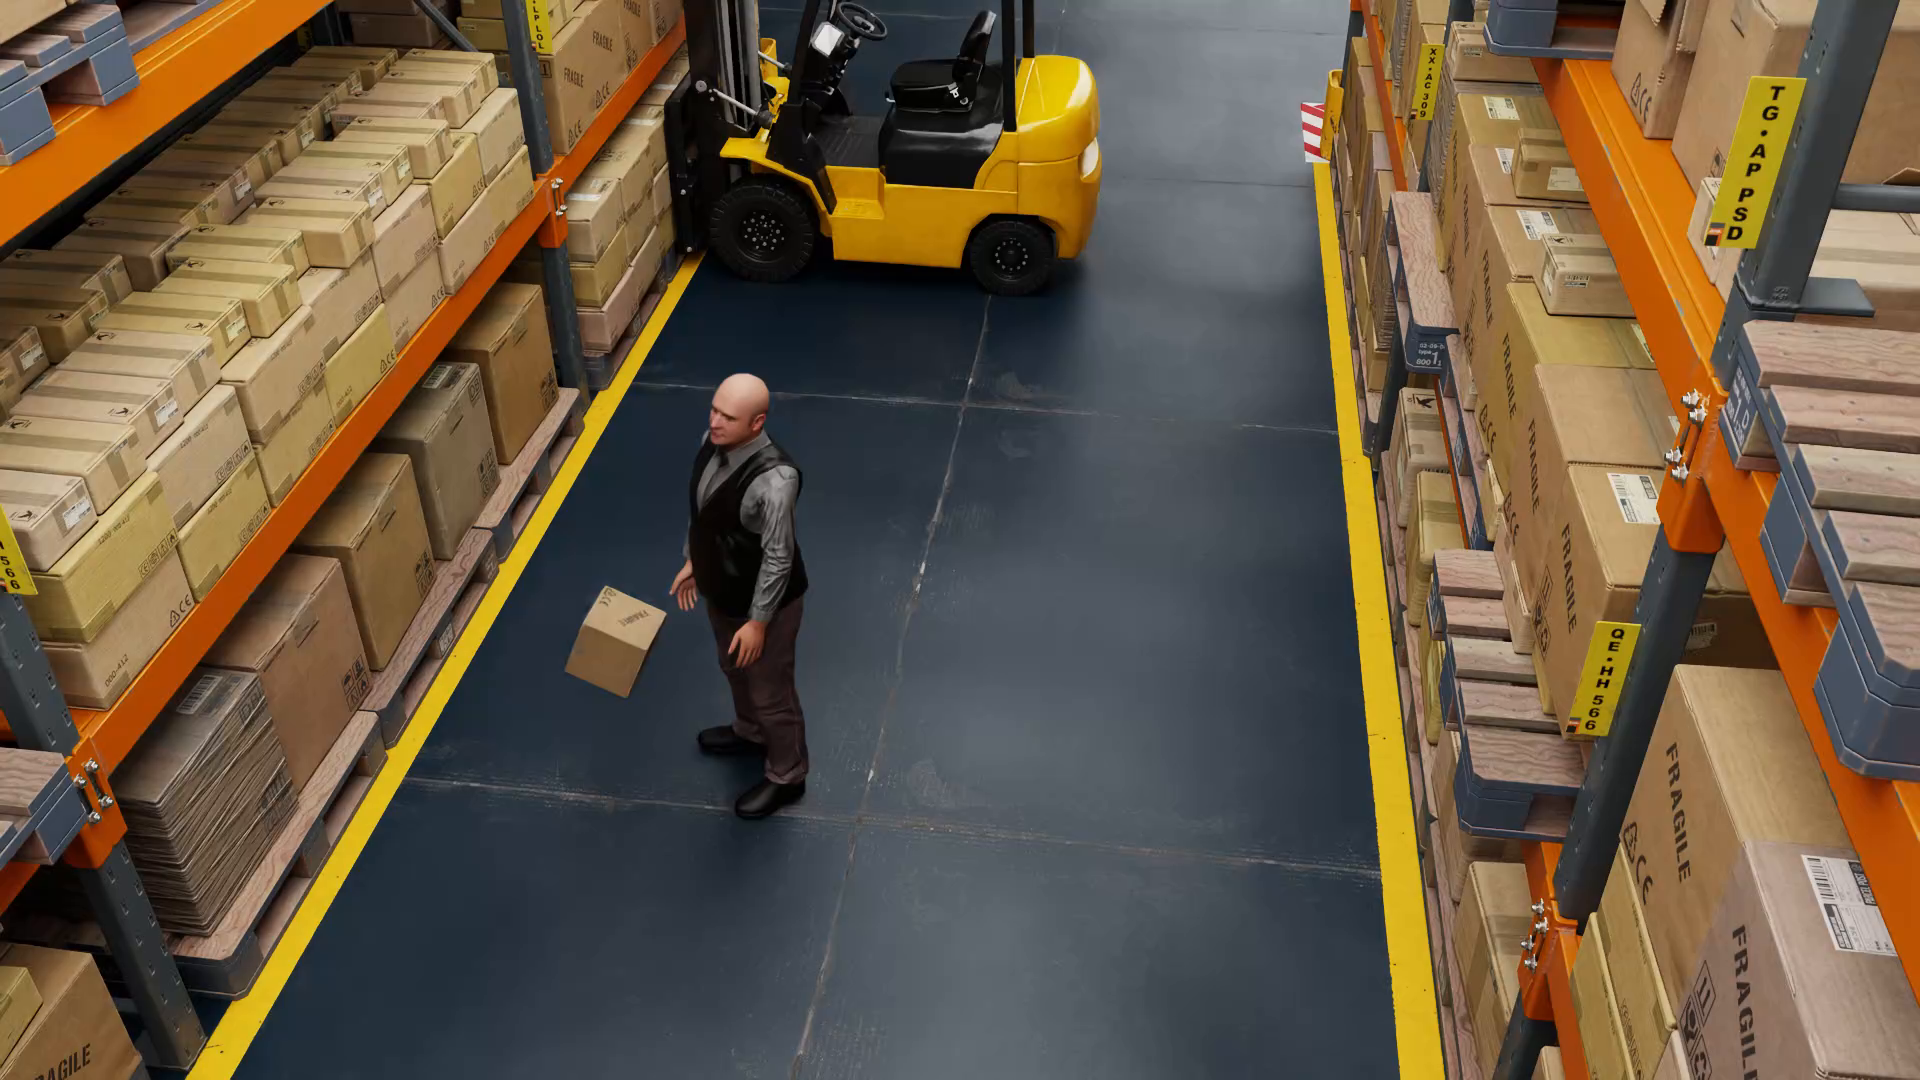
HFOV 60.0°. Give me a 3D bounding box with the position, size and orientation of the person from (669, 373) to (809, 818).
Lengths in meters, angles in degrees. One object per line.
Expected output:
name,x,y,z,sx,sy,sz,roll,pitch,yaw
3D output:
person,-0.770,0.191,5.868,0.401,1.733,0.592,-22,41,-27
